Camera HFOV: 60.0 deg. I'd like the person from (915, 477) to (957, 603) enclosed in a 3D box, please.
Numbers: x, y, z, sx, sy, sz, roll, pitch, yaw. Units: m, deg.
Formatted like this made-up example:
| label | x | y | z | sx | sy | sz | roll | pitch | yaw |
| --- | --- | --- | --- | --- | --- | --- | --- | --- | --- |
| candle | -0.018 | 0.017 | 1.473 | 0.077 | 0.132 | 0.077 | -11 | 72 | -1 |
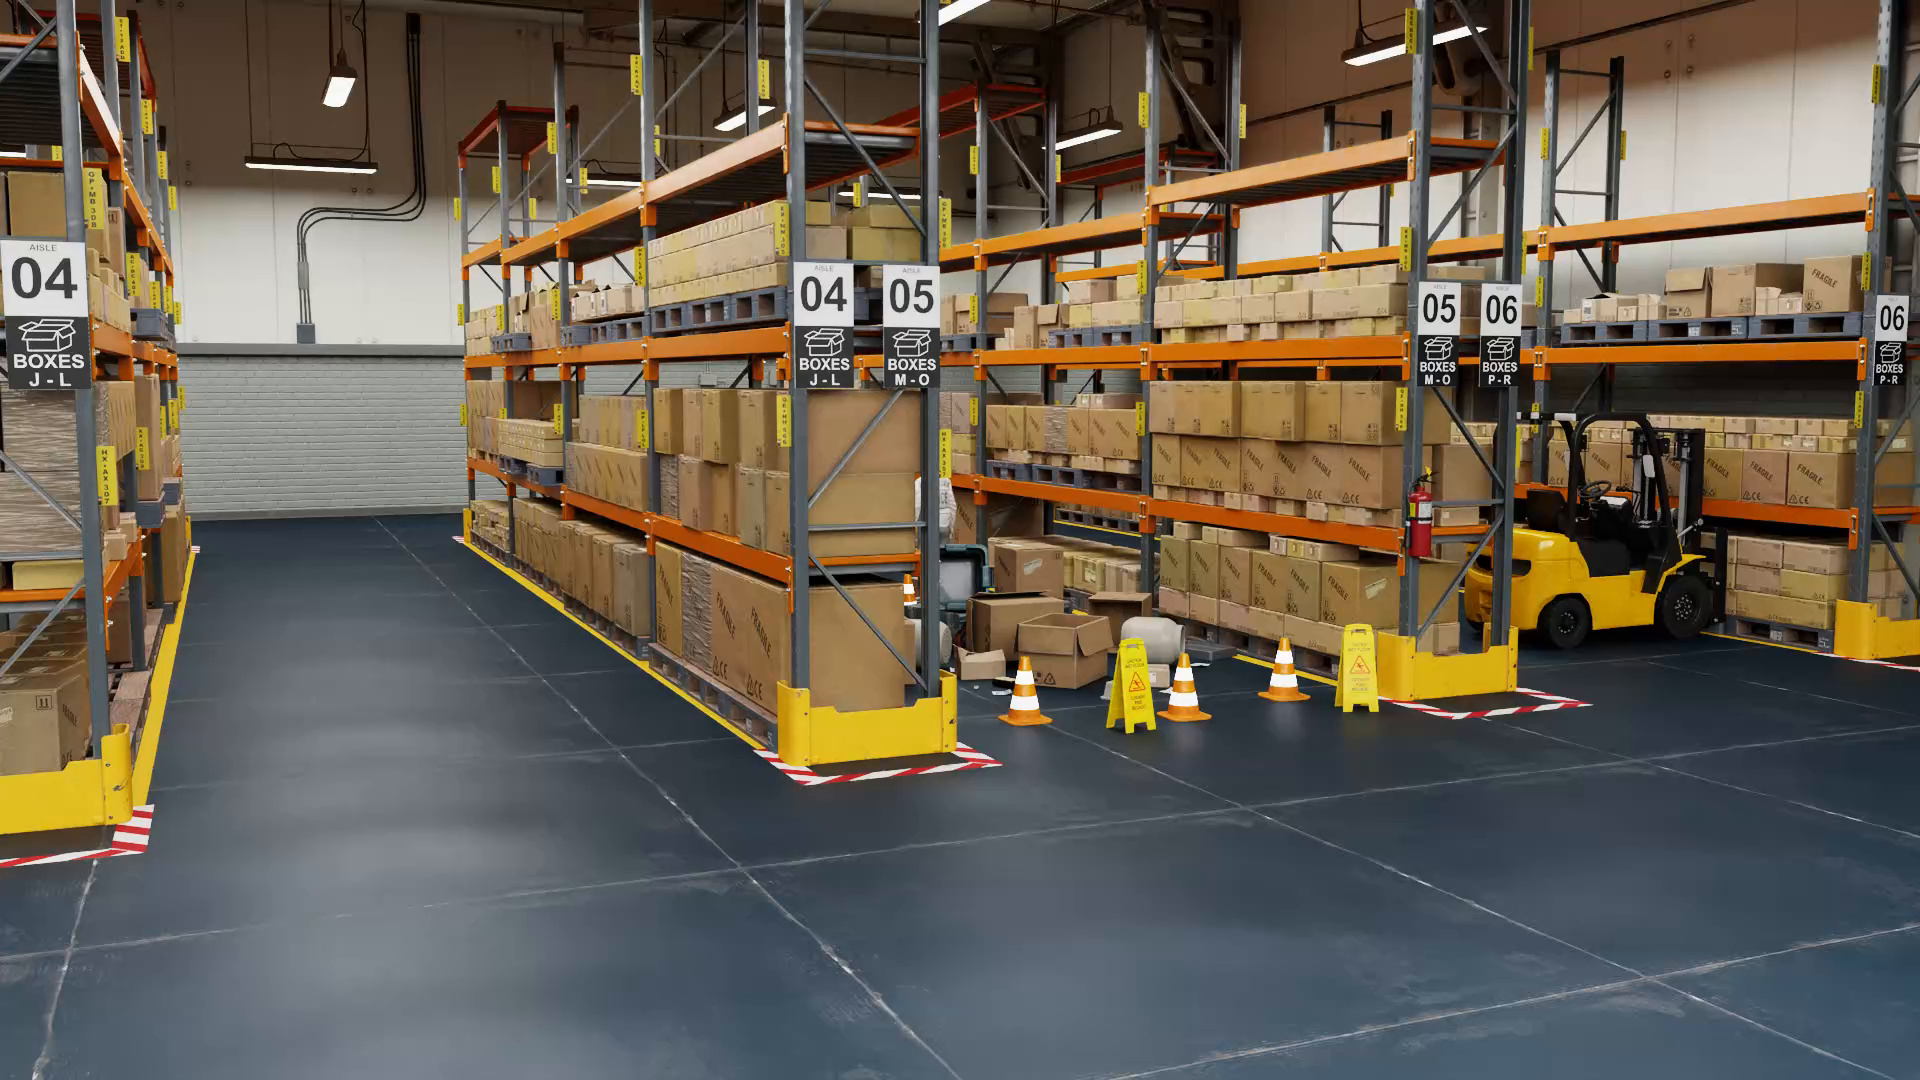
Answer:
| label | x | y | z | sx | sy | sz | roll | pitch | yaw |
| --- | --- | --- | --- | --- | --- | --- | --- | --- | --- |
| person | -0.297 | -0.131 | 18.351 | 0.526 | 1.663 | 0.375 | -2 | 6 | -24 |
